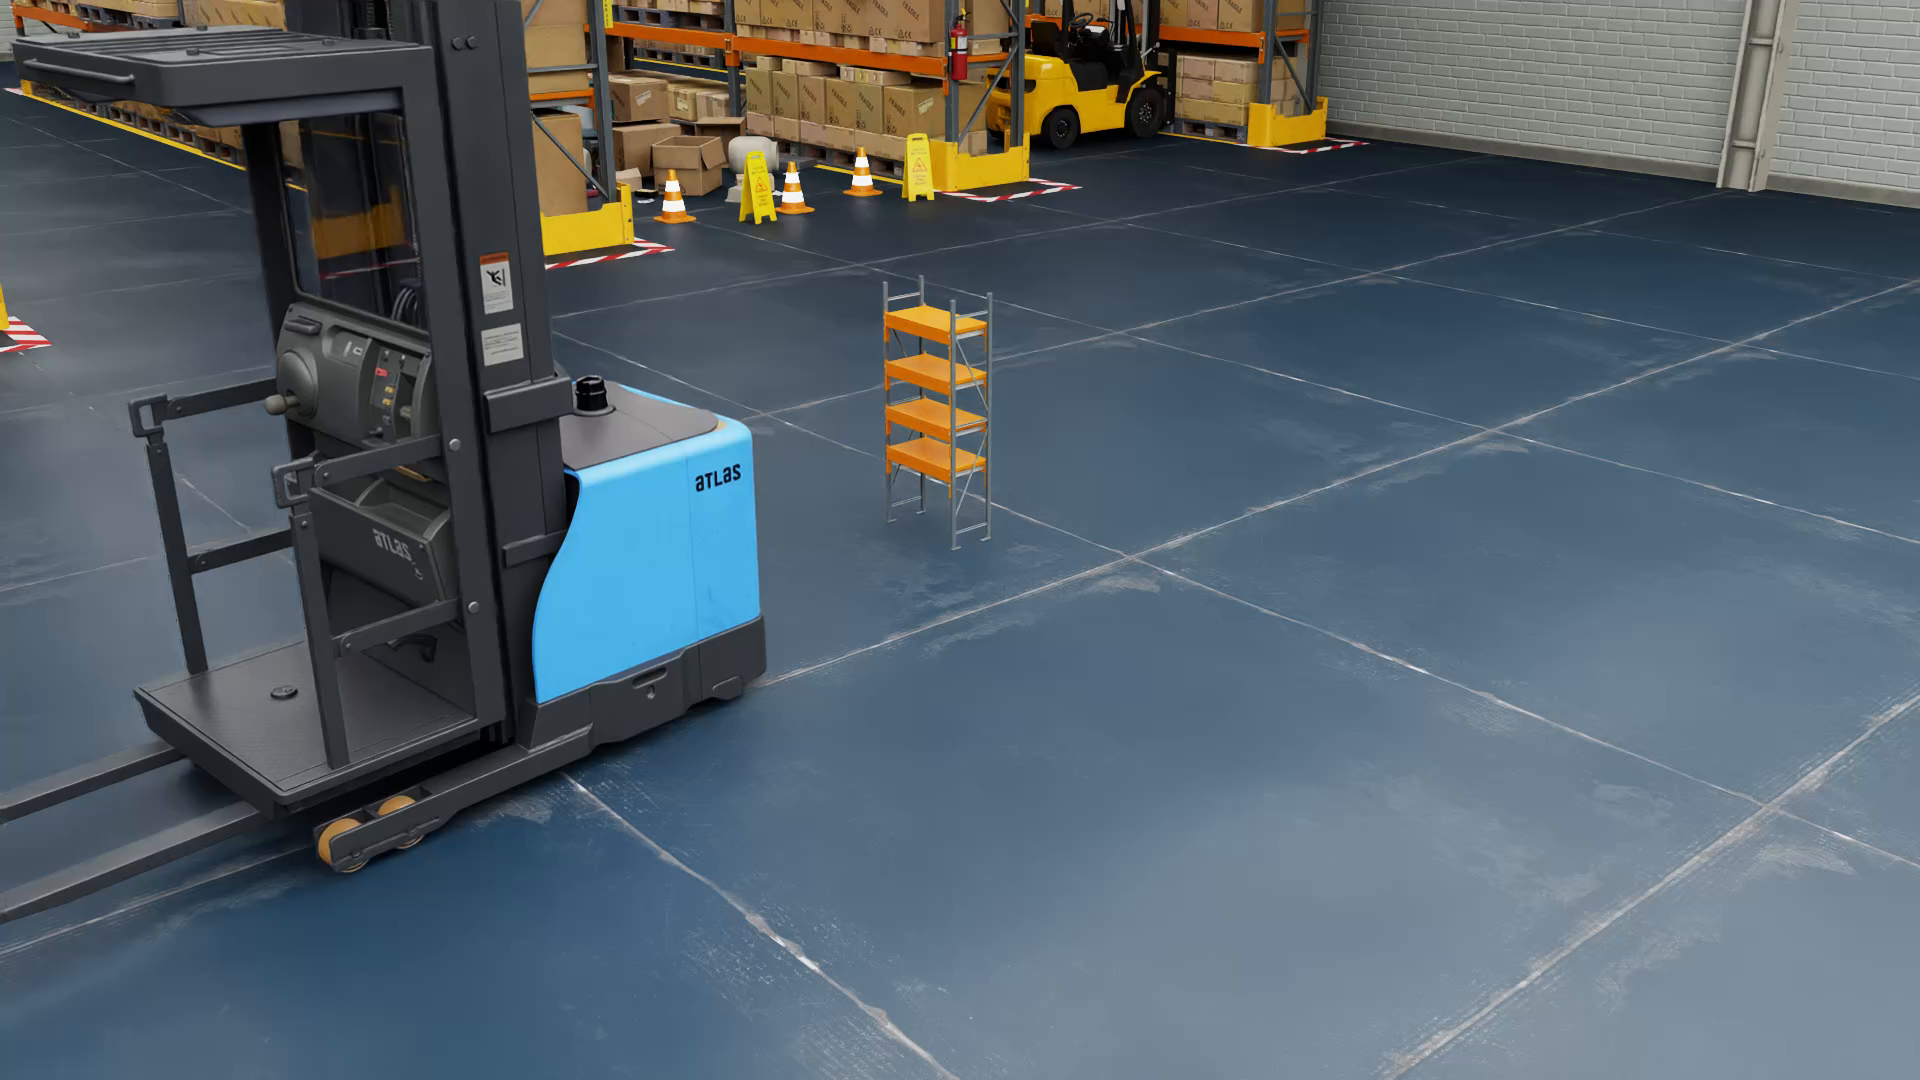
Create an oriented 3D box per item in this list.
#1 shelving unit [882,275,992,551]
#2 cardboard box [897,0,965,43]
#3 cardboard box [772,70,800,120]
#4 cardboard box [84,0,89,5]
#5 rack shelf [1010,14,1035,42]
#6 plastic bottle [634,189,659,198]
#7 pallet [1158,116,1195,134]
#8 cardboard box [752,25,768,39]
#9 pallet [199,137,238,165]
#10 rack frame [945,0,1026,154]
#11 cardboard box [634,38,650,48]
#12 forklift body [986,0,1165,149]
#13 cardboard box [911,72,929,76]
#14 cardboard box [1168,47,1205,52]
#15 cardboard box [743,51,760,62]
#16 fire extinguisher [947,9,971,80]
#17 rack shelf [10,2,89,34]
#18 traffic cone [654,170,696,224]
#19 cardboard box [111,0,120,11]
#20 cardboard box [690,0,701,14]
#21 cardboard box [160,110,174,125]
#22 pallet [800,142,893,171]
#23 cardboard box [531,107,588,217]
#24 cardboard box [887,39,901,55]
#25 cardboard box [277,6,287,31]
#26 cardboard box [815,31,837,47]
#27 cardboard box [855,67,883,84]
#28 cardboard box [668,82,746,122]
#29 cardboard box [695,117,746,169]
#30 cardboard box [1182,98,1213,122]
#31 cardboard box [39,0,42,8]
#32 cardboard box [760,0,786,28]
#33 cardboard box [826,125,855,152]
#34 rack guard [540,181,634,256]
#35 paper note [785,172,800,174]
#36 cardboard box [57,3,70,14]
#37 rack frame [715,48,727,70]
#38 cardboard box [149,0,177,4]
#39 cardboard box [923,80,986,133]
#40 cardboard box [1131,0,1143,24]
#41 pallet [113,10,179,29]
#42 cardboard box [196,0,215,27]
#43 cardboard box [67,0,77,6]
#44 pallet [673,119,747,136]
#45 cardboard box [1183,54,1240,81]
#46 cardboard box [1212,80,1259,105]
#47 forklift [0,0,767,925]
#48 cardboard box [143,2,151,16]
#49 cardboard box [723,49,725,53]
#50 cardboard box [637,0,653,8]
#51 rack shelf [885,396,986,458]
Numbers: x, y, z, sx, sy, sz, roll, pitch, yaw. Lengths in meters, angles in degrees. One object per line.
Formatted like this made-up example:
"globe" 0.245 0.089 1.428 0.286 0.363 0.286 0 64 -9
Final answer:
"shelving unit" -0.108 -0.604 7.882 0.258 1.200 0.503 -17 27 -37
"cardboard box" -0.301 -5.415 17.153 0.500 0.500 0.500 -18 28 -38
"cardboard box" -1.811 -5.143 19.169 0.500 0.500 0.500 -16 27 -35
"cardboard box" -11.161 -7.040 21.614 0.380 0.149 0.250 -17 27 -37
"rack shelf" 0.103 -7.651 24.393 1.077 0.370 4.000 -17 27 -37
"plastic bottle" -3.210 -3.521 16.891 0.283 0.061 0.133 12 24 27
"pallet" 2.696 -5.569 21.912 1.003 0.211 1.213 -17 27 -37
"cardboard box" -2.183 -5.913 19.313 0.380 0.149 0.250 -16 27 -36
"pallet" -8.187 -4.616 19.480 1.003 0.211 1.213 -17 27 -37
"rack frame" 0.261 -5.146 17.010 1.000 3.000 0.127 -17 27 -37
"cardboard box" -5.569 -9.344 30.579 0.700 0.500 0.500 -16 27 -35
"forklift body" 1.400 -6.023 20.413 2.313 2.155 1.214 -17 27 -37
"cardboard box" -0.373 -7.275 25.124 0.875 0.625 0.625 -16 27 -36
"cardboard box" 2.873 -6.308 21.801 0.500 0.250 0.500 -18 28 -38
"cardboard box" -3.313 -8.344 28.026 0.500 0.500 0.500 -18 28 -38
"fire extinguisher" -0.013 -4.969 16.663 0.296 0.674 0.183 -17 27 -37
"rack shelf" -12.561 -7.473 23.937 1.077 0.370 4.000 -17 27 -37
"traffic cone" -2.693 -3.243 15.630 0.336 0.463 0.334 -17 27 -37
"cardboard box" -10.328 -6.686 20.709 0.380 0.149 0.250 -19 28 -40
"cardboard box" -3.053 -6.483 20.192 0.380 0.149 0.250 -18 28 -39
"cardboard box" -9.608 -5.446 20.626 0.500 0.500 0.500 -16 27 -35
"pallet" -1.084 -4.438 19.027 1.003 0.211 1.213 -17 27 -37
"cardboard box" -3.915 -3.318 14.679 0.875 0.875 0.875 -17 27 -37
"cardboard box" -0.545 -5.201 17.494 0.380 0.149 0.250 -18 28 -38
"cardboard box" -6.577 -5.172 16.939 0.500 0.500 0.500 -18 27 -38
"cardboard box" -1.373 -5.552 18.391 0.380 0.149 0.250 -18 27 -38
"cardboard box" -0.911 -5.027 17.984 0.380 0.149 0.250 -17 27 -37
"cardboard box" -3.166 -5.565 21.107 0.950 0.372 0.625 -15 26 -34
"cardboard box" -2.681 -4.468 18.704 0.500 0.500 0.500 0 21 -1
"cardboard box" 3.156 -5.438 20.950 0.500 0.250 0.500 -17 27 -37
"cardboard box" -13.139 -7.808 24.152 0.380 0.149 0.250 -18 28 -38
"cardboard box" -1.928 -6.115 18.939 0.500 0.500 0.500 -18 27 -38
"cardboard box" -1.148 -4.509 18.577 0.500 0.250 0.500 -19 28 -39
"rack guard" -3.407 -2.769 14.369 1.175 0.500 0.348 -17 27 -37
"paper note" -1.845 -4.021 18.209 0.148 0.019 0.142 12 24 27
"cardboard box" -12.349 -7.440 23.210 0.380 0.149 0.250 -19 28 -40
"rack frame" -3.814 -9.644 28.494 1.000 3.000 0.127 -17 27 -37
"cardboard box" -9.312 -6.395 19.560 0.380 0.149 0.250 -17 27 -36
"cardboard box" -0.071 -4.706 18.051 0.500 0.500 0.500 -19 28 -39
"cardboard box" 2.496 -6.872 21.279 0.500 0.500 0.500 -17 27 -37
"pallet" -9.968 -6.598 20.979 1.003 0.211 1.213 -17 27 -37
"cardboard box" -8.222 -5.868 18.717 0.500 0.500 0.500 -18 28 -38
"cardboard box" -11.785 -7.507 22.492 0.500 0.500 0.500 -17 27 -37
"pallet" -2.859 -5.168 20.888 1.003 0.211 1.213 -17 27 -37
"cardboard box" 3.145 -5.902 20.764 0.500 0.250 0.500 -17 27 -36
"cardboard box" 3.465 -5.537 20.516 0.500 0.250 0.500 -18 28 -38
"forklift" -2.124 -0.518 5.287 1.130 2.935 3.031 19 28 39
"cardboard box" -9.475 -6.324 19.787 0.380 0.149 0.250 -18 27 -38
"cardboard box" -4.066 -8.826 29.517 0.500 0.311 0.500 -16 27 -36
"cardboard box" -3.871 -6.843 21.110 0.380 0.149 0.250 -16 27 -36
"rack shelf" -0.108 -0.542 7.907 0.258 0.148 0.480 -17 27 -37
